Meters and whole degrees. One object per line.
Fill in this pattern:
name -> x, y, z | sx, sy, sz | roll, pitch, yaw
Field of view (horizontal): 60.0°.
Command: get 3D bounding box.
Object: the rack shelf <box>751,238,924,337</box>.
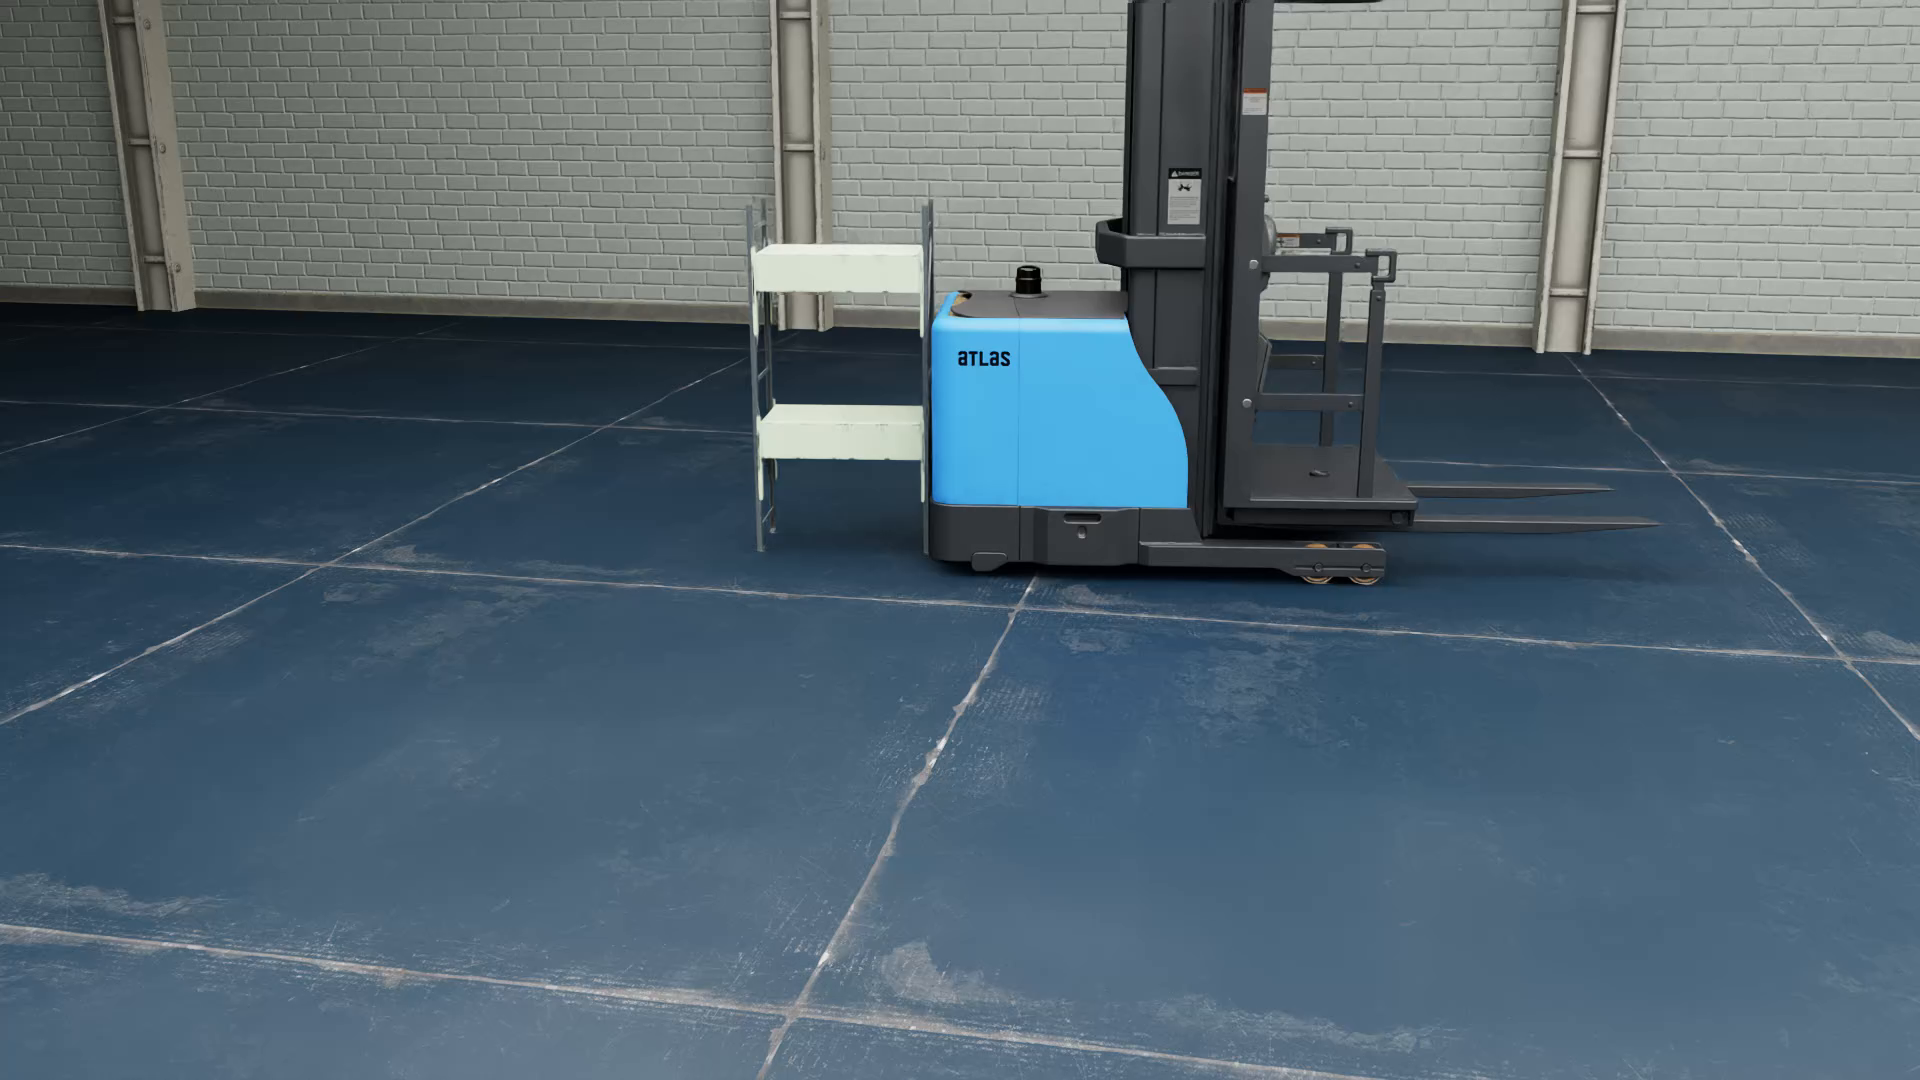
rack shelf -> -0.501, -1.091, 7.159 | 0.720, 0.370, 0.431 | 1, 16, 3

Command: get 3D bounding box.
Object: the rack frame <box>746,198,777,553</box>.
rack frame -> -0.867, -0.720, 7.282 | 0.023, 1.500, 0.400 | 1, 16, 3

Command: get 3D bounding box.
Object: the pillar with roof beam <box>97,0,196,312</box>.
pillar with roof beam -> -8.018, -5.300, 9.770 | 0.400, 9.000, 9.100 | 3, 16, 11

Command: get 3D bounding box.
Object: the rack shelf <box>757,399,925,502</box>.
rack shelf -> -0.501, -0.401, 7.350 | 0.720, 0.370, 0.431 | 1, 16, 3

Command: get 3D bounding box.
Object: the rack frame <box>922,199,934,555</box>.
rack frame -> -0.136, -0.710, 7.244 | 0.023, 1.500, 0.400 | 1, 16, 3

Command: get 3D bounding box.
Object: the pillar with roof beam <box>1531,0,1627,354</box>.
pillar with roof beam -> 3.741, -4.662, 7.465 | 0.400, 9.000, 9.100 | 3, 16, 11

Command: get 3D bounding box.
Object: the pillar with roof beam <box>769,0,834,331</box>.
pillar with roof beam -> -2.139, -4.981, 8.618 | 0.400, 9.000, 9.100 | 3, 16, 11

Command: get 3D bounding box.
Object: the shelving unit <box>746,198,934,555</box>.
shelving unit -> -0.501, -0.715, 7.263 | 0.755, 1.500, 0.431 | 1, 16, 3

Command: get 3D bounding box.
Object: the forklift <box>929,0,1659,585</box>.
forklift -> 1.407, -1.374, 6.960 | 3.031, 2.935, 1.130 | 1, 16, 3
